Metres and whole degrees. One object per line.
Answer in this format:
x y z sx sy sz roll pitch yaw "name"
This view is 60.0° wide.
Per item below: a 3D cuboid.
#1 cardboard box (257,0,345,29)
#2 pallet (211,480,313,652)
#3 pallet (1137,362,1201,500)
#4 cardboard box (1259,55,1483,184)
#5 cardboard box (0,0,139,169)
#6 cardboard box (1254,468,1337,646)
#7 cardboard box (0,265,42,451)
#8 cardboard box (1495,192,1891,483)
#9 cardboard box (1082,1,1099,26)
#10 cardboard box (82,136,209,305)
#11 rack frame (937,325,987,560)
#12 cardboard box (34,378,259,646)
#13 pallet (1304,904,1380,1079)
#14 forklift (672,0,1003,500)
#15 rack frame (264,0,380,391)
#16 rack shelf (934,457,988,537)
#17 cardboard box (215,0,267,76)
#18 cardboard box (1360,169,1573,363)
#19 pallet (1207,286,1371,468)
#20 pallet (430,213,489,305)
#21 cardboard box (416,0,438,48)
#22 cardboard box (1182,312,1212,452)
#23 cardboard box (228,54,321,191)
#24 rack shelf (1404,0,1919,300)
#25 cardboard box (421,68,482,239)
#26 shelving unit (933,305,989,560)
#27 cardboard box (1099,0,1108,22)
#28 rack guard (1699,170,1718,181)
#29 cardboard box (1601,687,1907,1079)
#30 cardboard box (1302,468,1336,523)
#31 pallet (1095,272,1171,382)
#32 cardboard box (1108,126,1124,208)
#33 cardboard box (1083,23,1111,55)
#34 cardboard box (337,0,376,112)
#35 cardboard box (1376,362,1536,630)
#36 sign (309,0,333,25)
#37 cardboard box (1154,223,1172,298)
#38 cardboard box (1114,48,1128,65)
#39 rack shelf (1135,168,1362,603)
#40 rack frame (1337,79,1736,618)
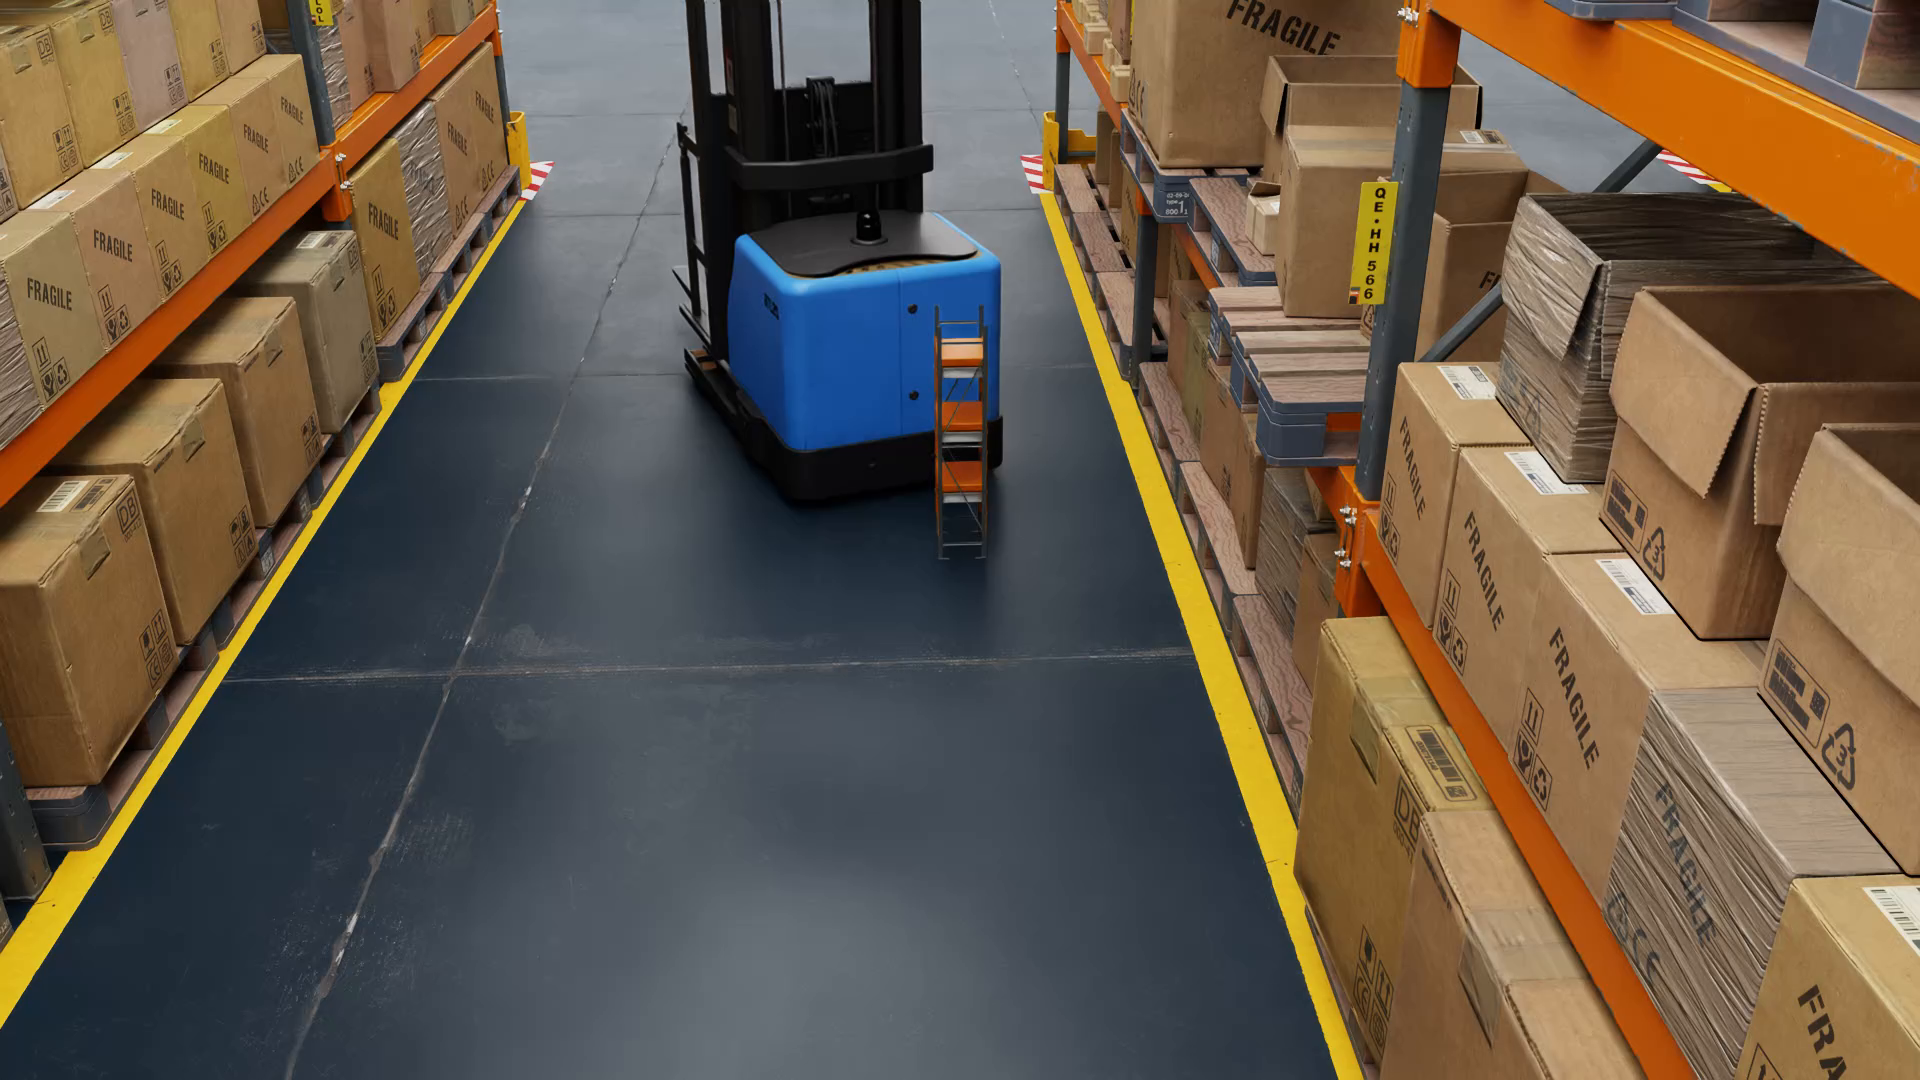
-3.537 -2.796 8.037 0.875 0.550 0.550 -1 28 -3 "cardboard box"
-3.370 0.076 6.876 1.003 0.211 1.213 -1 28 -3 "pallet"
1.448 -0.557 8.089 1.003 0.211 1.213 -1 28 -3 "pallet"
1.589 -1.586 6.482 0.797 0.503 0.637 1 28 3 "cardboard box"
-3.441 -1.634 5.950 0.700 0.500 0.500 -2 28 -3 "cardboard box"
1.518 0.043 6.151 0.700 0.500 0.500 -4 28 -7 "cardboard box"
-3.097 -0.490 4.838 0.500 0.500 0.500 -1 28 -2 "cardboard box"
1.637 -0.456 3.688 0.797 0.503 0.637 0 28 -1 "cardboard box"
1.000 -3.404 10.805 0.380 0.149 0.250 -1 28 -3 "cardboard box"
-3.176 -1.188 6.176 0.500 0.500 0.500 -2 28 -3 "cardboard box"
0.009 -0.384 6.852 0.200 1.050 0.008 -1 28 -3 "rack frame"
-3.334 -0.108 6.192 1.050 0.750 0.750 -1 28 -2 "cardboard box"
1.581 1.297 4.535 1.003 0.211 1.213 -1 28 -3 "pallet"
-0.825 -2.137 8.177 1.130 2.935 3.031 -11 29 -19 "forklift"
-3.552 -2.079 7.993 1.000 3.000 0.127 -1 28 -3 "rack frame"
0.003 -0.185 7.093 0.215 0.259 0.240 -1 28 -3 "rack shelf"
-3.521 -2.338 7.300 0.700 0.500 0.500 -2 28 -4 "cardboard box"
1.547 -0.784 4.948 0.500 0.500 0.500 -5 28 -9 "cardboard box"
1.471 -0.547 5.262 1.213 0.211 1.003 -1 28 -3 "pallet"
-3.581 -1.761 10.398 1.003 0.211 1.213 -1 28 -3 "pallet"
-3.742 -3.308 10.186 0.875 0.550 0.550 -1 28 -3 "cardboard box"
1.423 -0.735 7.642 0.700 0.500 0.500 -2 28 -3 "cardboard box"
-3.258 -1.889 7.521 0.500 0.500 0.500 -2 28 -3 "cardboard box"
1.719 -0.393 2.294 1.077 0.370 4.000 -1 28 -3 "rack shelf"
-3.612 -2.453 10.553 0.875 0.875 0.875 -2 28 -3 "cardboard box"
0.003 -0.441 6.960 0.215 1.050 0.252 -1 28 -3 "shelving unit"
1.327 -3.461 10.213 0.875 0.500 0.500 -1 28 -3 "cardboard box"
6.194 -2.977 12.418 1.175 0.500 0.348 -1 28 -3 "rack guard"
1.452 0.587 2.773 0.500 0.500 0.500 -1 28 -2 "cardboard box"
1.512 -0.278 5.956 0.500 0.250 0.500 2 28 3 "cardboard box"
1.336 -1.225 9.371 1.003 0.211 1.213 -1 28 -3 "pallet"
1.279 -2.514 11.075 0.500 0.500 0.500 6 28 11 "cardboard box"
0.956 -3.056 10.137 0.380 0.149 0.250 -1 28 -3 "cardboard box"
-3.635 -2.570 8.771 0.875 0.550 0.550 -1 28 -3 "cardboard box"
1.369 -0.119 4.126 0.500 0.500 0.500 -1 28 -1 "cardboard box"
-3.011 -2.575 7.778 0.100 0.325 0.005 -1 28 -3 "sign"
1.388 -1.680 9.477 0.500 0.500 0.500 7 28 14 "cardboard box"
1.086 -2.712 9.477 0.380 0.149 0.250 -1 28 -3 "cardboard box"
1.511 -0.910 6.529 1.077 0.370 4.000 -1 28 -3 "rack shelf"
1.615 -0.305 4.592 1.000 3.000 0.127 -1 28 -3 "rack frame"
